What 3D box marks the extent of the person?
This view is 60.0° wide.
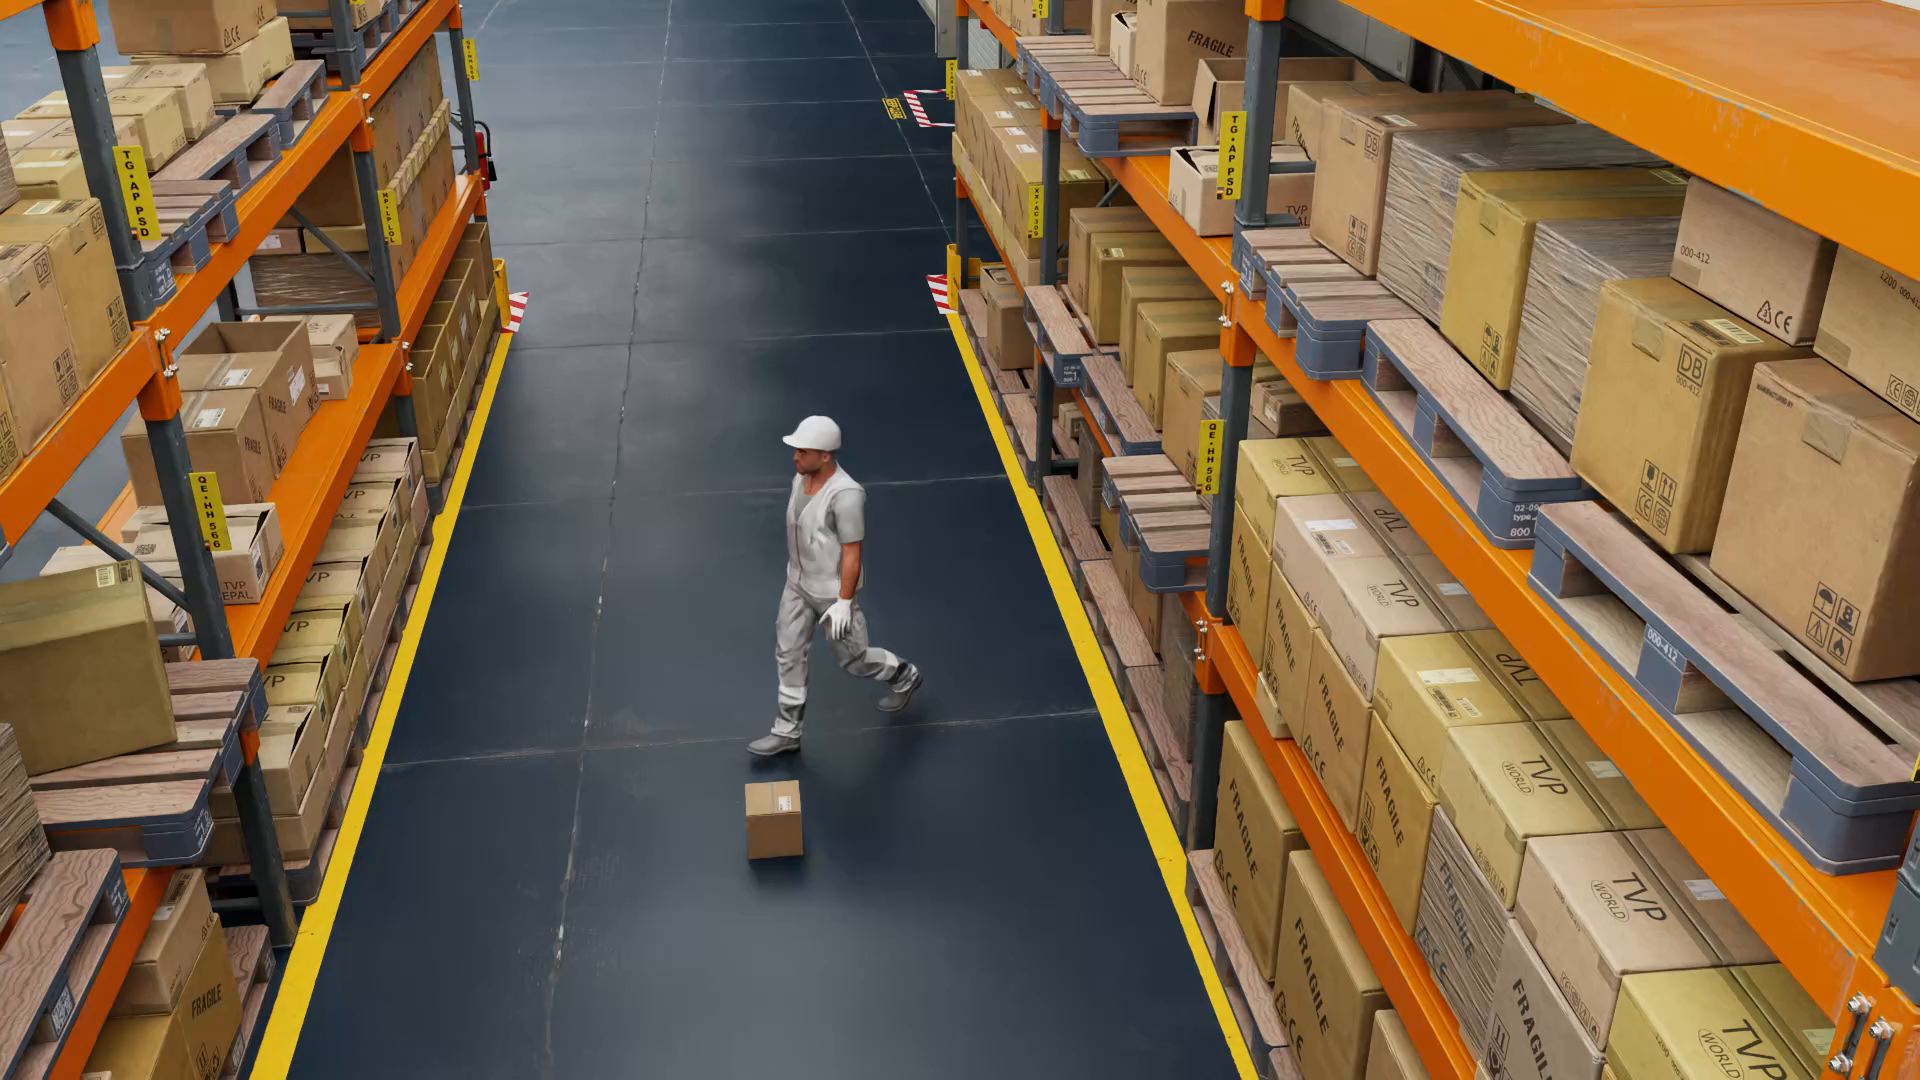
[{"bbox_3d":[-0.658,0.209,8.190,0.988,1.765,0.650,-22,34,-36],"label":"person"}]
